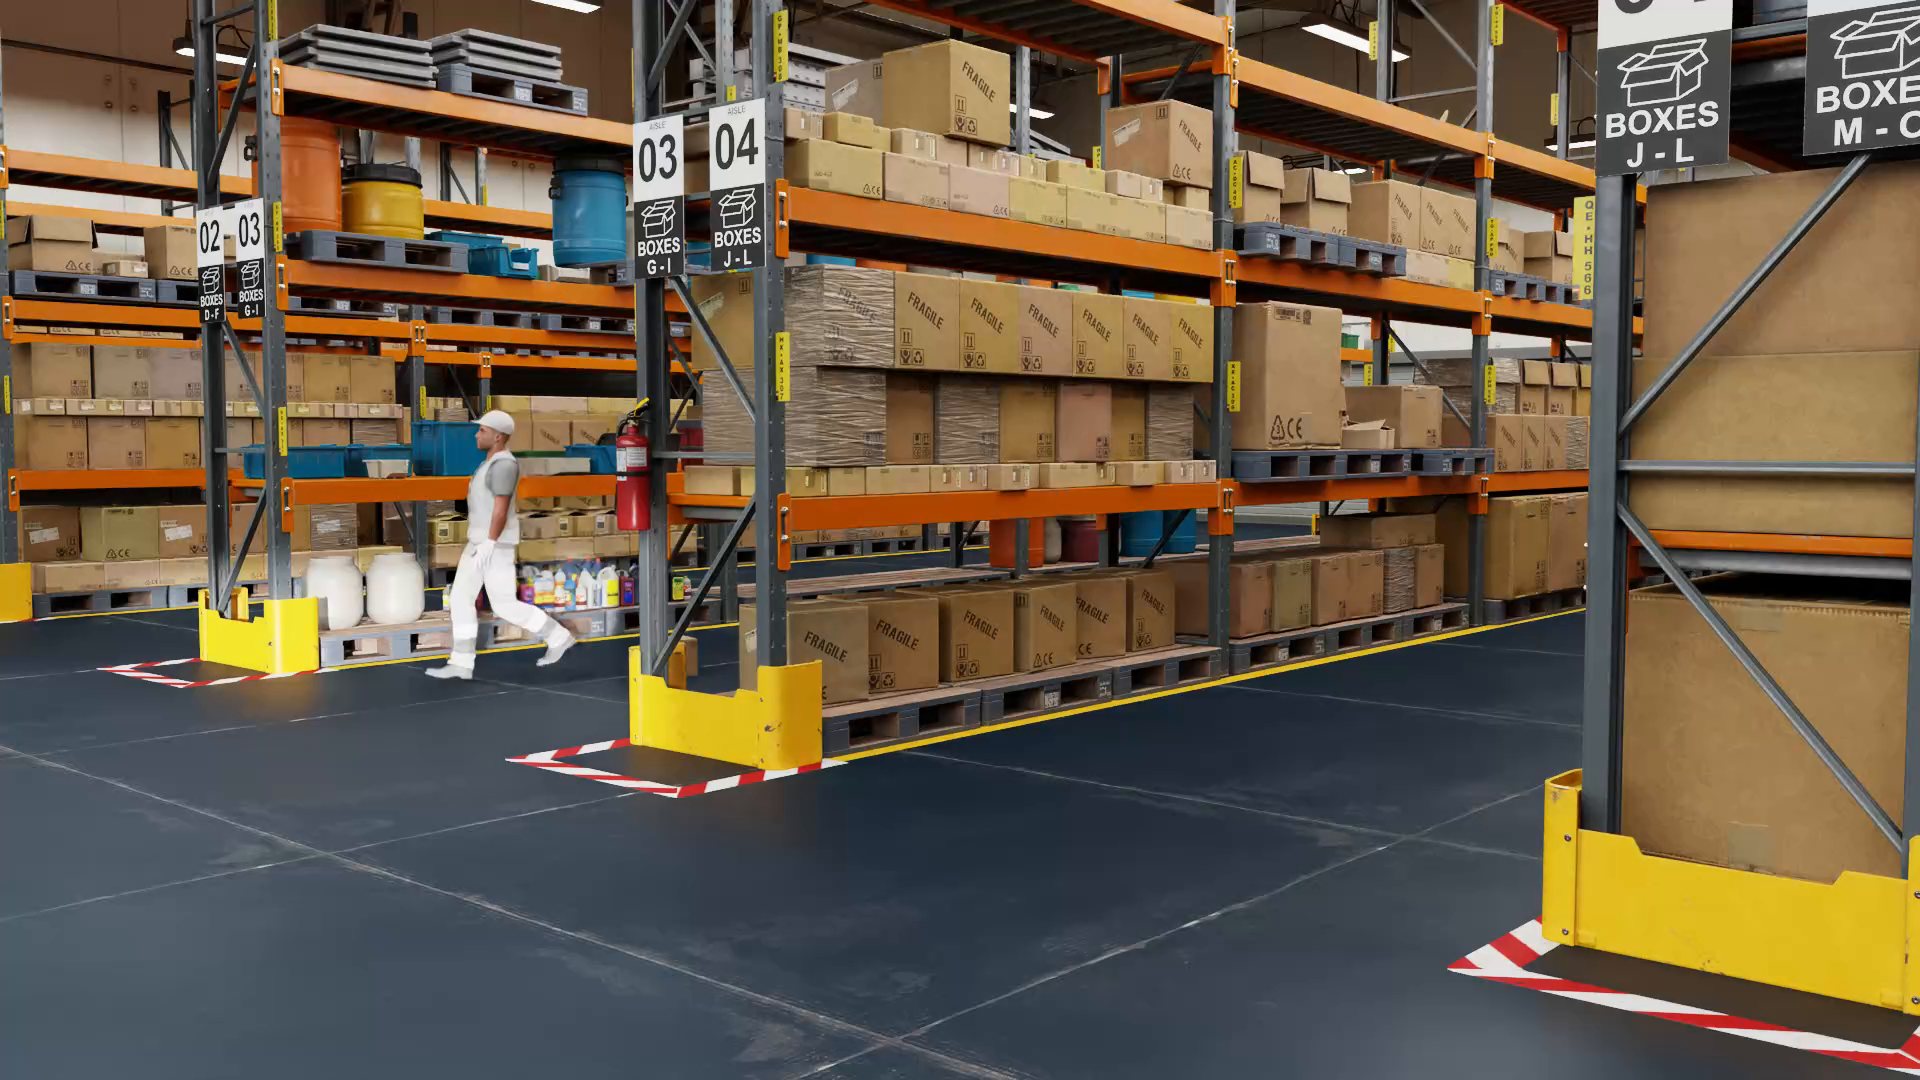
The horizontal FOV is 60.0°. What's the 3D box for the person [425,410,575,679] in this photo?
[{"bbox_3d":[-3.016,0.030,10.890,0.944,1.756,0.532,-2,4,-28],"label":"person"}]
